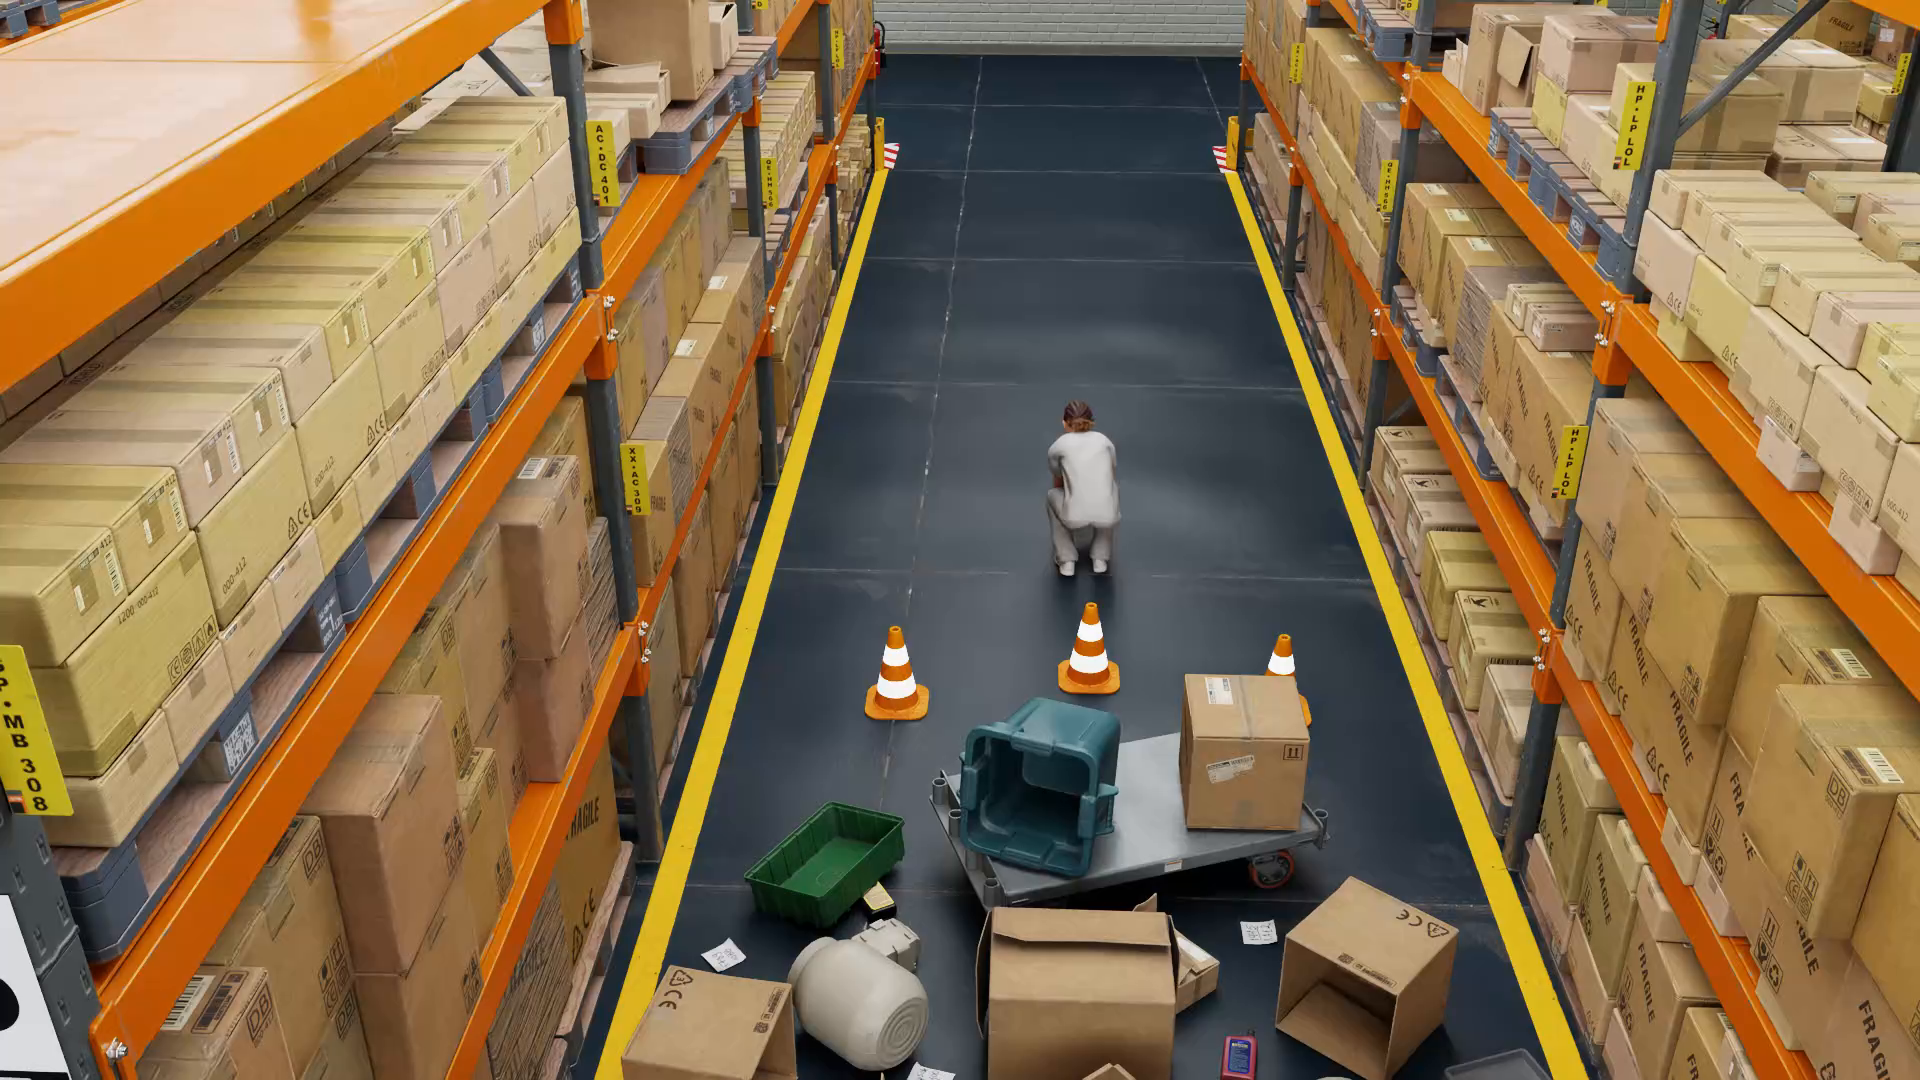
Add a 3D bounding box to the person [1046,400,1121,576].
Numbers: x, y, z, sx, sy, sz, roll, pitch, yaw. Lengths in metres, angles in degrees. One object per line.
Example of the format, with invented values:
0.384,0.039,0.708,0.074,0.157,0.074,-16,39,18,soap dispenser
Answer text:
0.763,-0.317,10.215,0.456,0.956,0.802,0,28,1,person
